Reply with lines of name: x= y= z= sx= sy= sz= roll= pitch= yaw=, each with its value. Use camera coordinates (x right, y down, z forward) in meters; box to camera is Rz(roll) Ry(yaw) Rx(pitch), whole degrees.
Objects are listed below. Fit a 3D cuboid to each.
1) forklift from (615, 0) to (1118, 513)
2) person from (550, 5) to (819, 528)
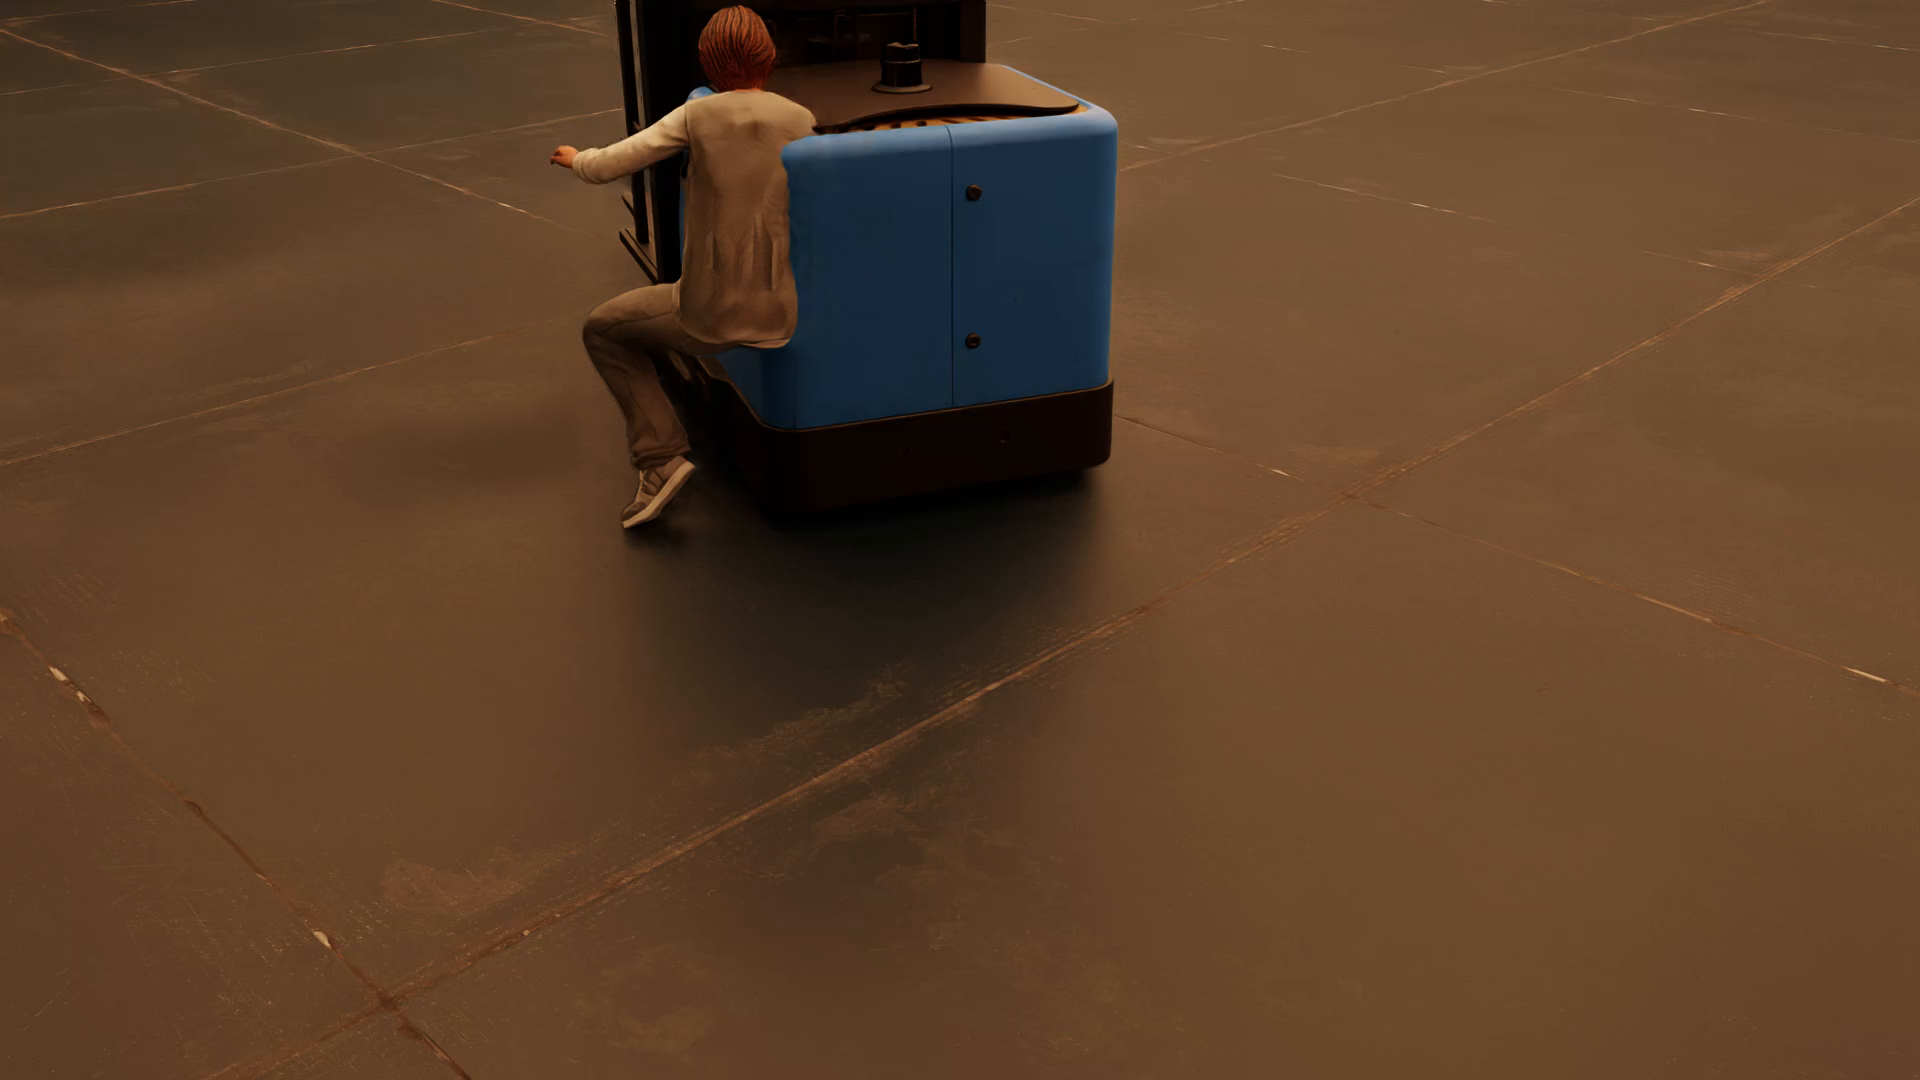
forklift: x=-0.562 y=-2.016 z=5.325 sx=1.130 sy=2.935 sz=3.031 roll=-10 pitch=28 yaw=-19
person: x=-0.604 y=-0.720 z=4.508 sx=0.879 sy=1.339 sz=0.672 roll=-9 pitch=28 yaw=-18
